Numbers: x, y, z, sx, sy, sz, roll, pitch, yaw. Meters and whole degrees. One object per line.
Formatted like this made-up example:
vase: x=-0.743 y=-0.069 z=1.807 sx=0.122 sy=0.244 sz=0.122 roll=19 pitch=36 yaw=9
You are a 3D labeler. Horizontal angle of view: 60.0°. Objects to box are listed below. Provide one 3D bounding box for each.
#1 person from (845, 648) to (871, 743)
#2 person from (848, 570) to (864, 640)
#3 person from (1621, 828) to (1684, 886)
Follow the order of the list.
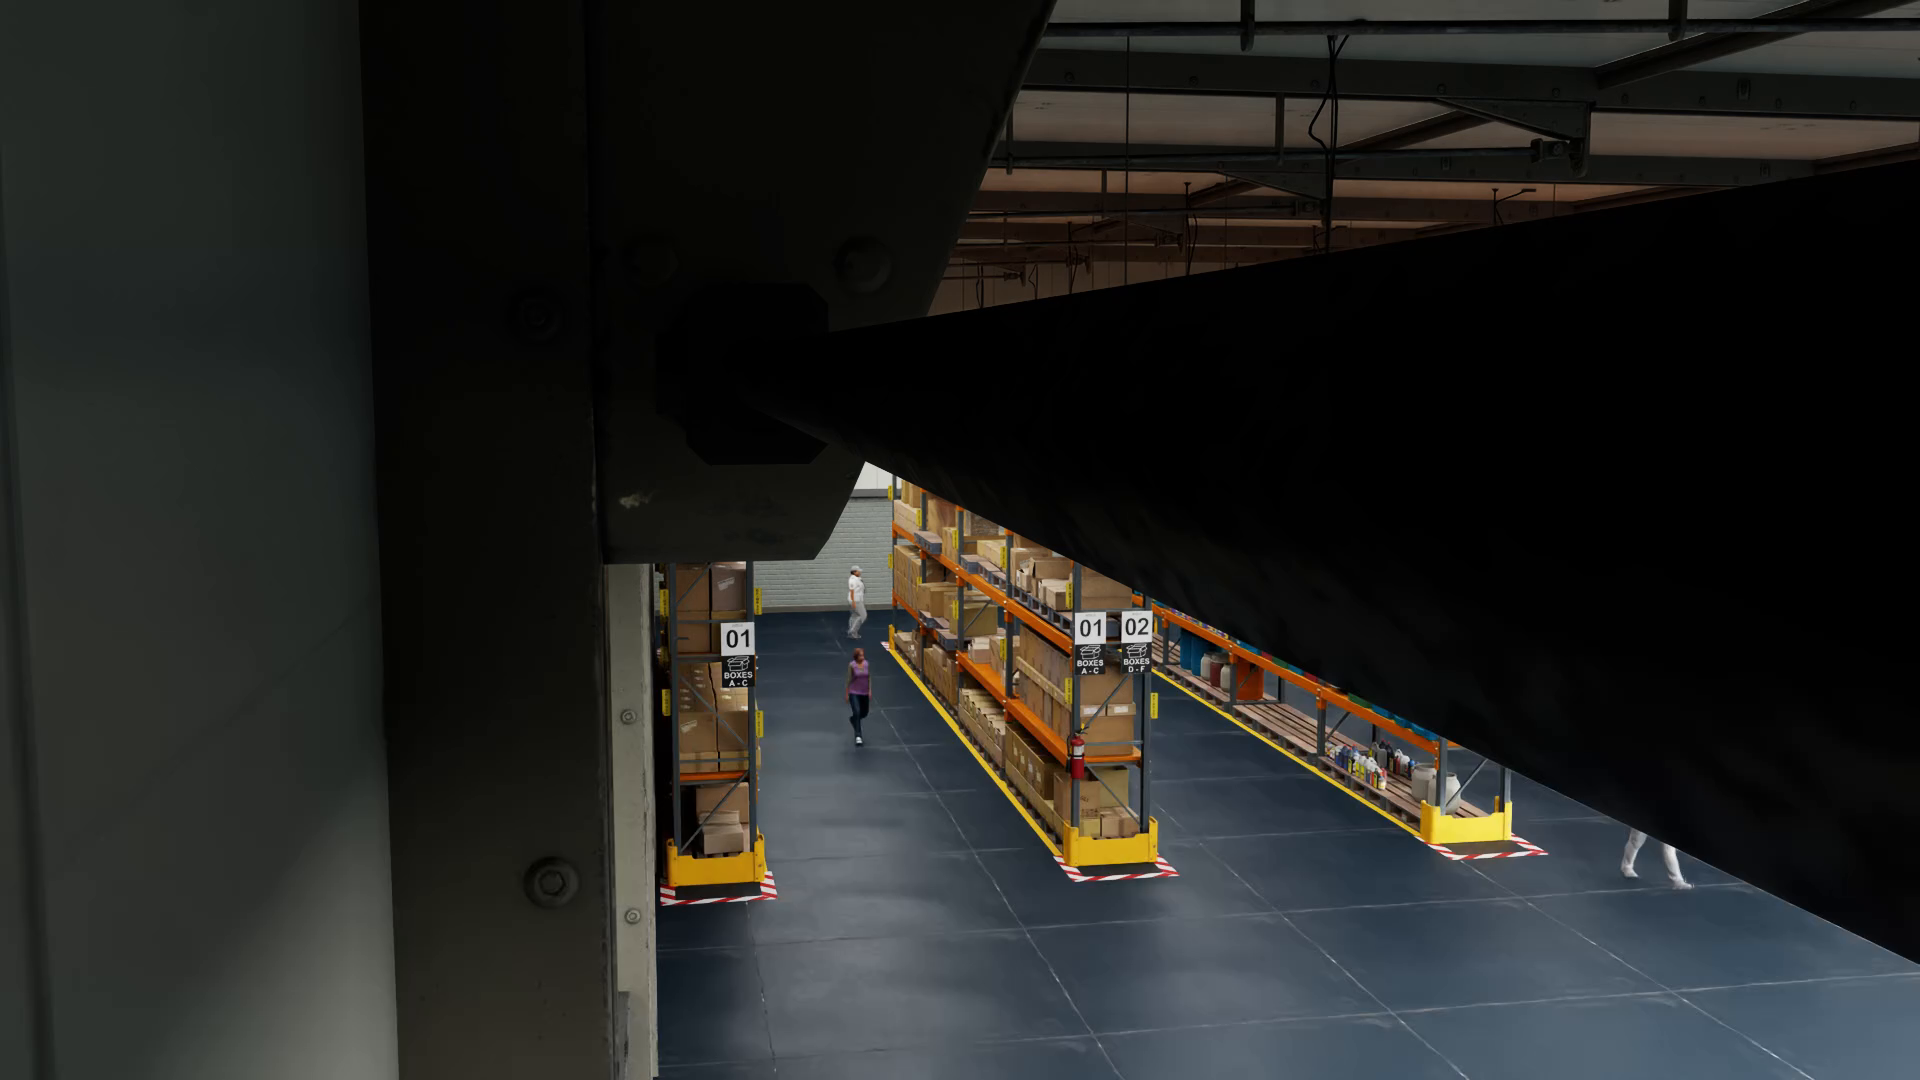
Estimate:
person: x=-1.702 y=2.552 z=27.734 sx=0.454 sy=1.557 sz=0.840 roll=-3 pitch=7 yaw=-27
person: x=-2.358 y=1.428 z=37.817 sx=0.387 sy=1.670 sz=0.500 roll=-1 pitch=6 yaw=-8
person: x=8.347 y=3.396 z=20.053 sx=0.495 sy=1.402 sz=0.864 roll=0 pitch=6 yaw=-2
